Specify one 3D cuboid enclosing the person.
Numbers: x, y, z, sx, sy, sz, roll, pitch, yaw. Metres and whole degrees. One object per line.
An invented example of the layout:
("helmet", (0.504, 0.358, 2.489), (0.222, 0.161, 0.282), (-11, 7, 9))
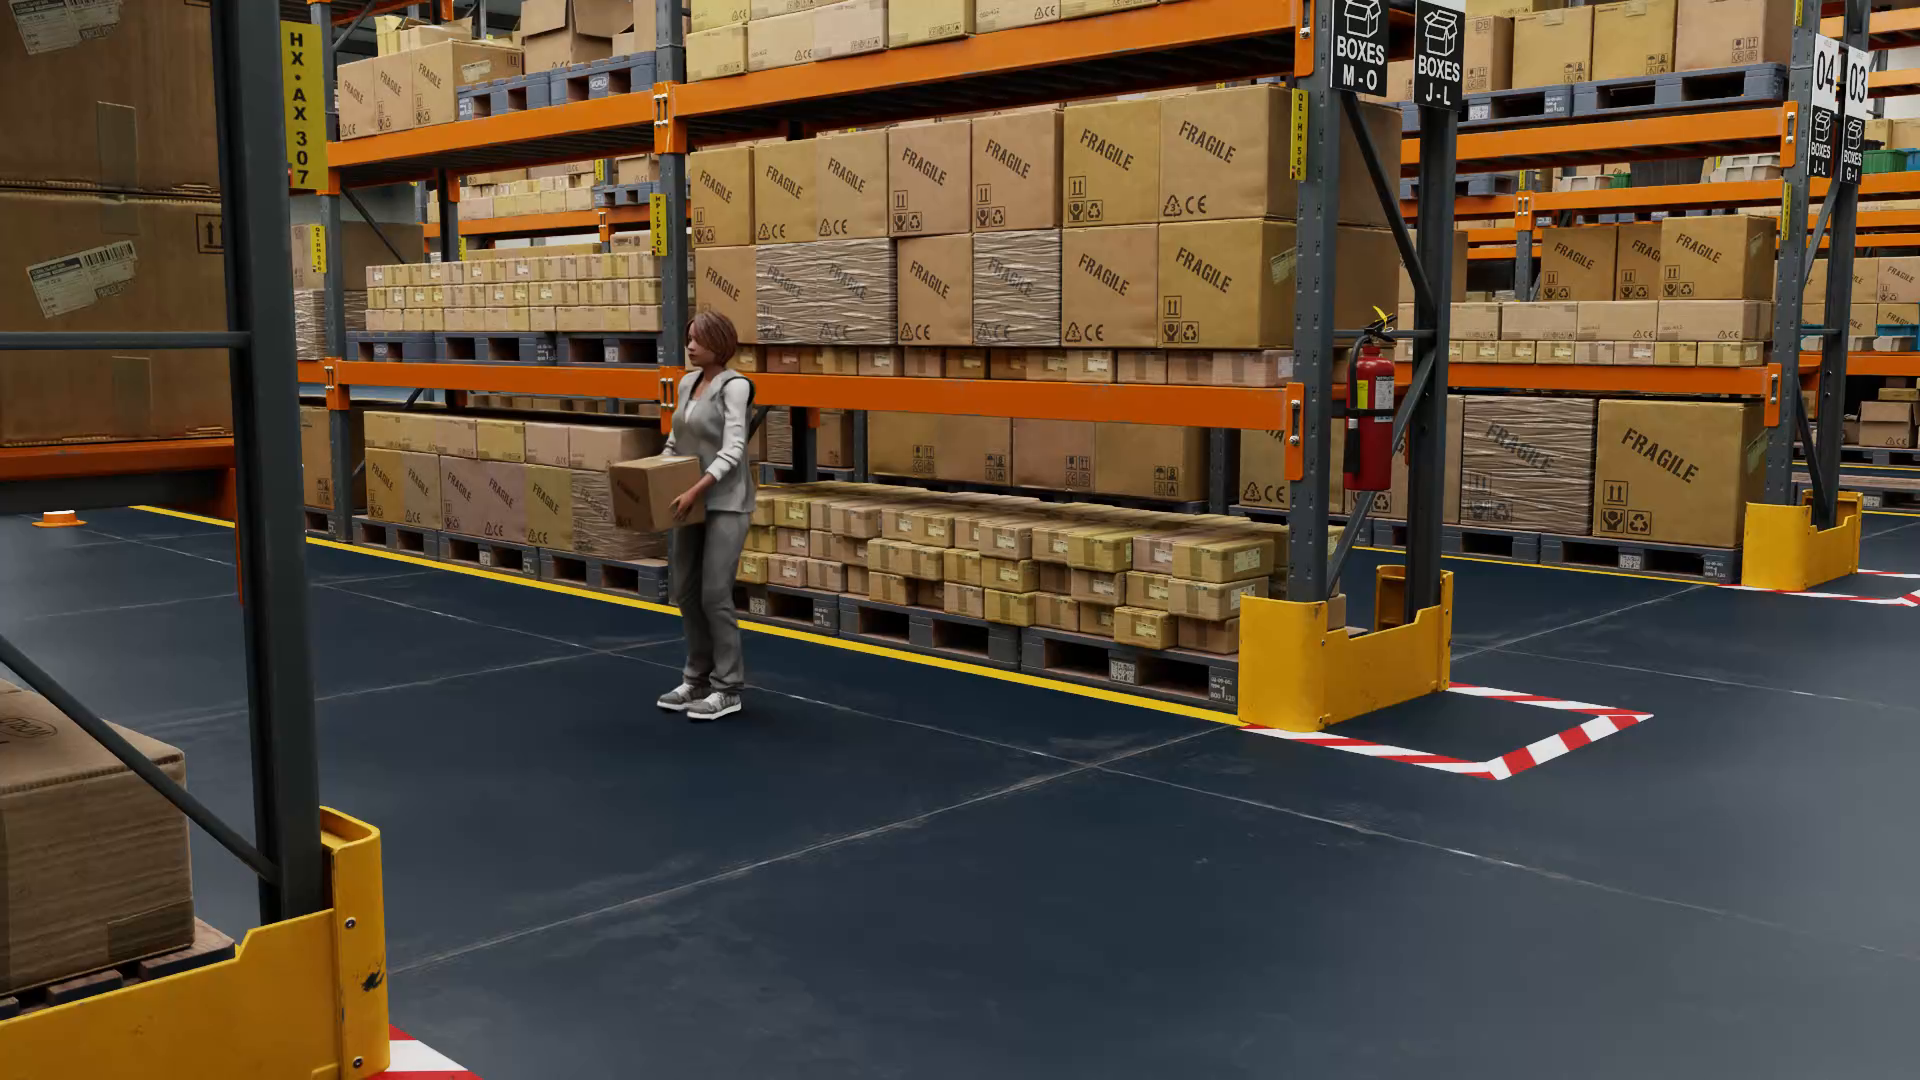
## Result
("person", (-1.037, -0.101, 6.566), (0.440, 1.602, 0.461), (7, 10, 43))
